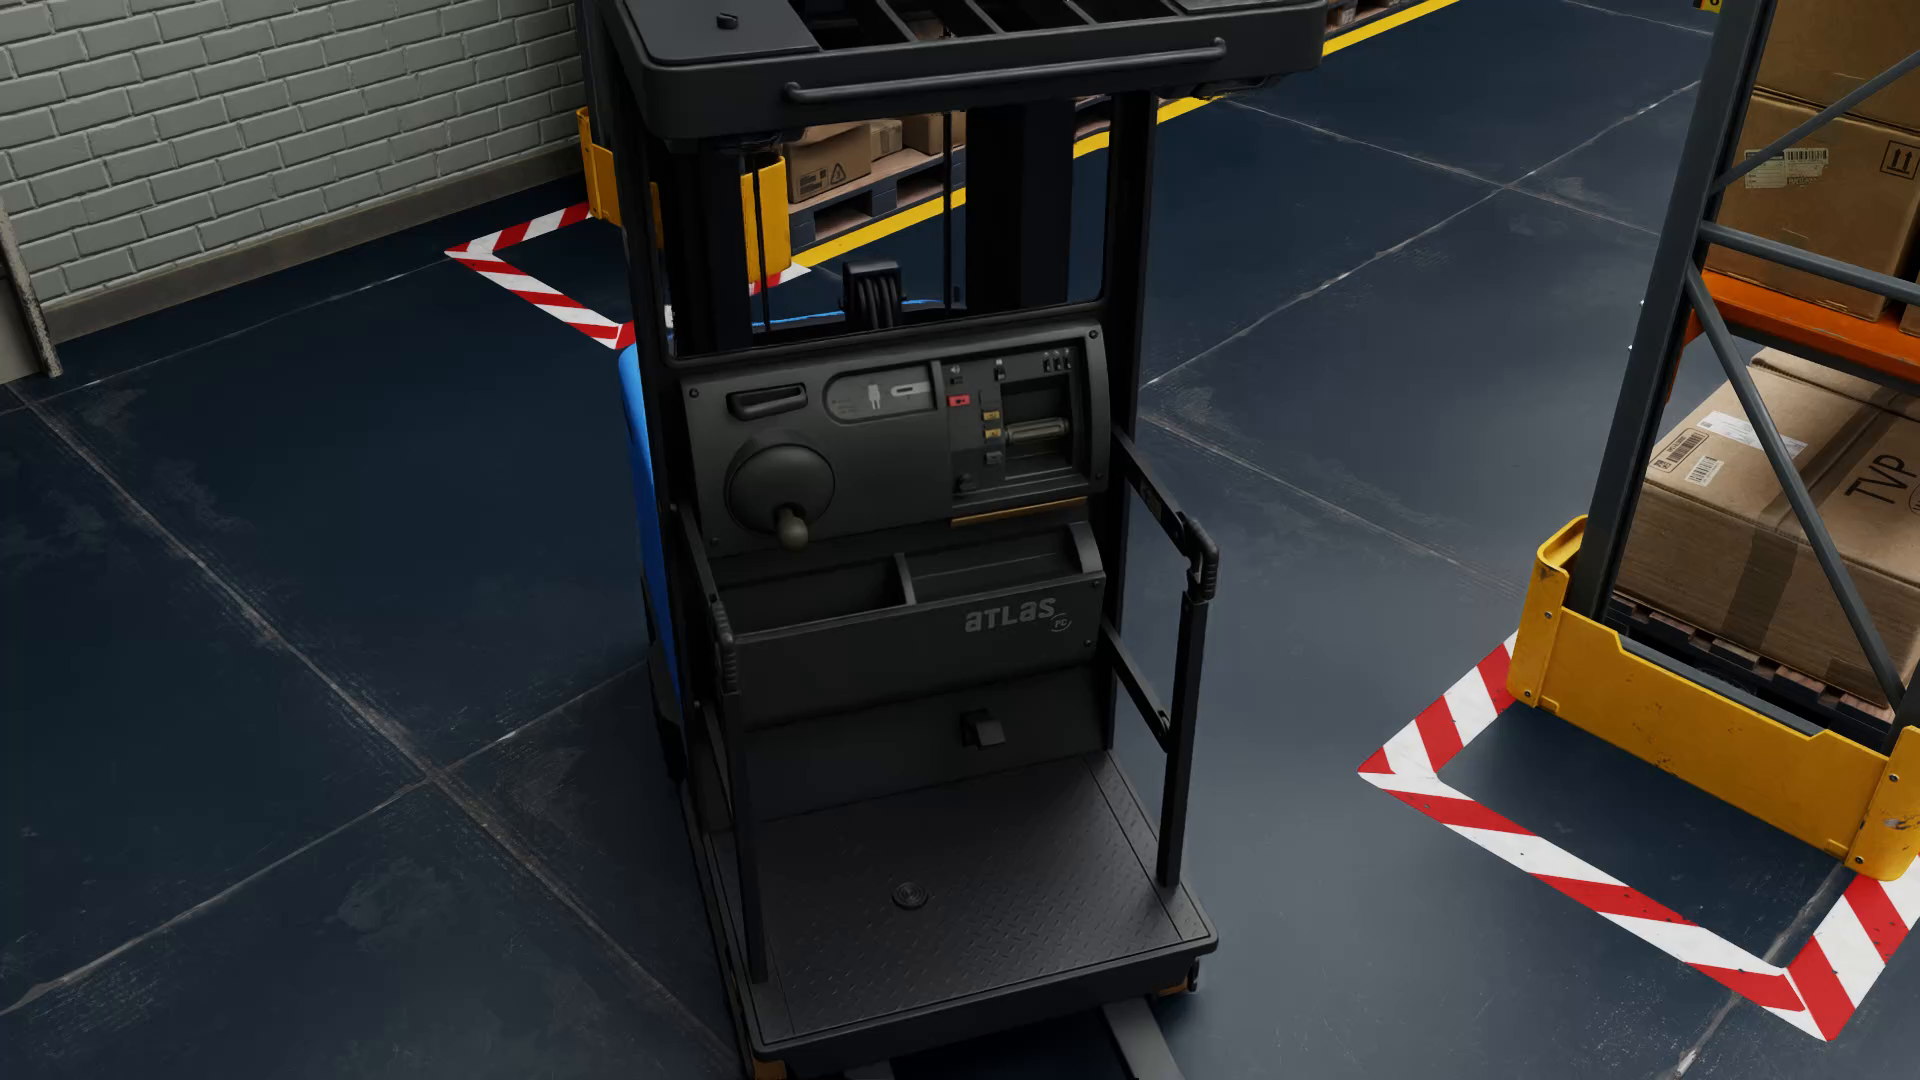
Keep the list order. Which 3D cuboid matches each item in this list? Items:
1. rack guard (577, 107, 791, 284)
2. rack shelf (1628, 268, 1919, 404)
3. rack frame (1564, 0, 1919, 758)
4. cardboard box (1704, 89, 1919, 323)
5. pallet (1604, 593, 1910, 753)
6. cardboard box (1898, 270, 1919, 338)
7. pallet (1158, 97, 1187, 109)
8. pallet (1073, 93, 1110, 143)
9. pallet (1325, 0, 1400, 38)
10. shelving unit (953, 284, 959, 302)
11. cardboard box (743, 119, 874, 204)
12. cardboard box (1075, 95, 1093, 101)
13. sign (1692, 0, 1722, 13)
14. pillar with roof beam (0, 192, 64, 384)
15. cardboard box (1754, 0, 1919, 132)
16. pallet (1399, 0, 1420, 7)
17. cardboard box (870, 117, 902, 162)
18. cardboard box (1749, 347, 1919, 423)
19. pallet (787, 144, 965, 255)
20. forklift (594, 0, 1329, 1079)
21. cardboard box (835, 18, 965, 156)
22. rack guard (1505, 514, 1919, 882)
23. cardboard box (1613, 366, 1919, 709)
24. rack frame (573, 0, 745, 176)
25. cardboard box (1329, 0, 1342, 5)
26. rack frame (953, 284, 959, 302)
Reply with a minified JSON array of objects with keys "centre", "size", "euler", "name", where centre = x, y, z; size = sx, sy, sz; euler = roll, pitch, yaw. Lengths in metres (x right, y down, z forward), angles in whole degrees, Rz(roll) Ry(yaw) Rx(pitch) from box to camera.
[{"centre":[-1.274,-1.622,7.638],"size":[1.175,0.500,0.348],"euler":[30,45,35],"name":"rack guard"},{"centre":[3.607,-1.134,5.382],"size":[1.077,0.370,4.000],"euler":[30,45,35],"name":"rack shelf"},{"centre":[2.198,-0.617,4.013],"size":[1.000,3.000,0.127],"euler":[30,45,35],"name":"rack frame"},{"centre":[2.350,-0.961,4.418],"size":[0.500,0.500,0.500],"euler":[-30,45,-35],"name":"cardboard box"},{"centre":[2.706,0.171,5.321],"size":[1.003,0.211,1.213],"euler":[30,45,35],"name":"pallet"},{"centre":[2.740,-0.737,4.097],"size":[0.500,0.500,0.500],"euler":[29,44,35],"name":"cardboard box"},{"centre":[1.007,-2.818,9.606],"size":[1.003,0.211,1.213],"euler":[30,45,35],"name":"pallet"},{"centre":[0.147,-2.320,8.892],"size":[1.003,0.211,1.213],"euler":[30,45,35],"name":"pallet"},{"centre":[2.037,-3.441,10.500],"size":[1.003,0.211,1.213],"euler":[30,45,35],"name":"pallet"},{"centre":[-0.006,-0.366,5.488],"size":[0.258,0.900,0.210],"euler":[30,45,35],"name":"shelving unit"},{"centre":[-0.829,-1.974,7.774],"size":[0.797,0.503,0.637],"euler":[28,43,34],"name":"cardboard box"},{"centre":[0.532,-2.726,8.854],"size":[0.700,0.500,0.500],"euler":[28,43,34],"name":"cardboard box"},{"centre":[1.823,-1.413,3.935],"size":[0.100,0.325,0.005],"euler":[30,45,35],"name":"sign"},{"centre":[-0.811,-2.610,1.626],"size":[9.100,9.000,0.400],"euler":[30,45,35],"name":"pillar with roof beam"},{"centre":[2.369,-1.360,4.116],"size":[0.500,0.500,0.500],"euler":[-28,44,-34],"name":"cardboard box"},{"centre":[2.897,-3.939,11.214],"size":[1.003,0.211,1.213],"euler":[30,45,35],"name":"pallet"},{"centre":[-0.502,-1.986,8.100],"size":[0.380,0.149,0.250],"euler":[28,43,34],"name":"cardboard box"},{"centre":[3.231,-0.421,5.605],"size":[0.875,0.438,0.875],"euler":[-29,44,-34],"name":"cardboard box"},{"centre":[-0.713,-1.827,8.185],"size":[1.003,0.211,1.213],"euler":[30,45,35],"name":"pallet"},{"centre":[-0.057,-0.162,3.420],"size":[1.130,2.935,3.031],"euler":[-10,36,-14],"name":"forklift"},{"centre":[-0.199,-2.304,8.250],"size":[0.500,0.500,0.700],"euler":[-28,44,-34],"name":"cardboard box"},{"centre":[2.181,0.418,4.714],"size":[1.175,0.500,0.348],"euler":[30,45,35],"name":"rack guard"},{"centre":[2.592,-0.047,5.067],"size":[0.875,0.438,0.875],"euler":[28,44,34],"name":"cardboard box"},{"centre":[-1.327,-2.616,6.879],"size":[1.000,3.000,0.127],"euler":[30,45,35],"name":"rack frame"},{"centre":[1.992,-3.492,9.954],"size":[0.500,0.500,0.500],"euler":[-28,43,-34],"name":"cardboard box"},{"centre":[0.066,-0.407,5.547],"size":[0.240,0.900,0.006],"euler":[30,45,35],"name":"rack frame"}]
